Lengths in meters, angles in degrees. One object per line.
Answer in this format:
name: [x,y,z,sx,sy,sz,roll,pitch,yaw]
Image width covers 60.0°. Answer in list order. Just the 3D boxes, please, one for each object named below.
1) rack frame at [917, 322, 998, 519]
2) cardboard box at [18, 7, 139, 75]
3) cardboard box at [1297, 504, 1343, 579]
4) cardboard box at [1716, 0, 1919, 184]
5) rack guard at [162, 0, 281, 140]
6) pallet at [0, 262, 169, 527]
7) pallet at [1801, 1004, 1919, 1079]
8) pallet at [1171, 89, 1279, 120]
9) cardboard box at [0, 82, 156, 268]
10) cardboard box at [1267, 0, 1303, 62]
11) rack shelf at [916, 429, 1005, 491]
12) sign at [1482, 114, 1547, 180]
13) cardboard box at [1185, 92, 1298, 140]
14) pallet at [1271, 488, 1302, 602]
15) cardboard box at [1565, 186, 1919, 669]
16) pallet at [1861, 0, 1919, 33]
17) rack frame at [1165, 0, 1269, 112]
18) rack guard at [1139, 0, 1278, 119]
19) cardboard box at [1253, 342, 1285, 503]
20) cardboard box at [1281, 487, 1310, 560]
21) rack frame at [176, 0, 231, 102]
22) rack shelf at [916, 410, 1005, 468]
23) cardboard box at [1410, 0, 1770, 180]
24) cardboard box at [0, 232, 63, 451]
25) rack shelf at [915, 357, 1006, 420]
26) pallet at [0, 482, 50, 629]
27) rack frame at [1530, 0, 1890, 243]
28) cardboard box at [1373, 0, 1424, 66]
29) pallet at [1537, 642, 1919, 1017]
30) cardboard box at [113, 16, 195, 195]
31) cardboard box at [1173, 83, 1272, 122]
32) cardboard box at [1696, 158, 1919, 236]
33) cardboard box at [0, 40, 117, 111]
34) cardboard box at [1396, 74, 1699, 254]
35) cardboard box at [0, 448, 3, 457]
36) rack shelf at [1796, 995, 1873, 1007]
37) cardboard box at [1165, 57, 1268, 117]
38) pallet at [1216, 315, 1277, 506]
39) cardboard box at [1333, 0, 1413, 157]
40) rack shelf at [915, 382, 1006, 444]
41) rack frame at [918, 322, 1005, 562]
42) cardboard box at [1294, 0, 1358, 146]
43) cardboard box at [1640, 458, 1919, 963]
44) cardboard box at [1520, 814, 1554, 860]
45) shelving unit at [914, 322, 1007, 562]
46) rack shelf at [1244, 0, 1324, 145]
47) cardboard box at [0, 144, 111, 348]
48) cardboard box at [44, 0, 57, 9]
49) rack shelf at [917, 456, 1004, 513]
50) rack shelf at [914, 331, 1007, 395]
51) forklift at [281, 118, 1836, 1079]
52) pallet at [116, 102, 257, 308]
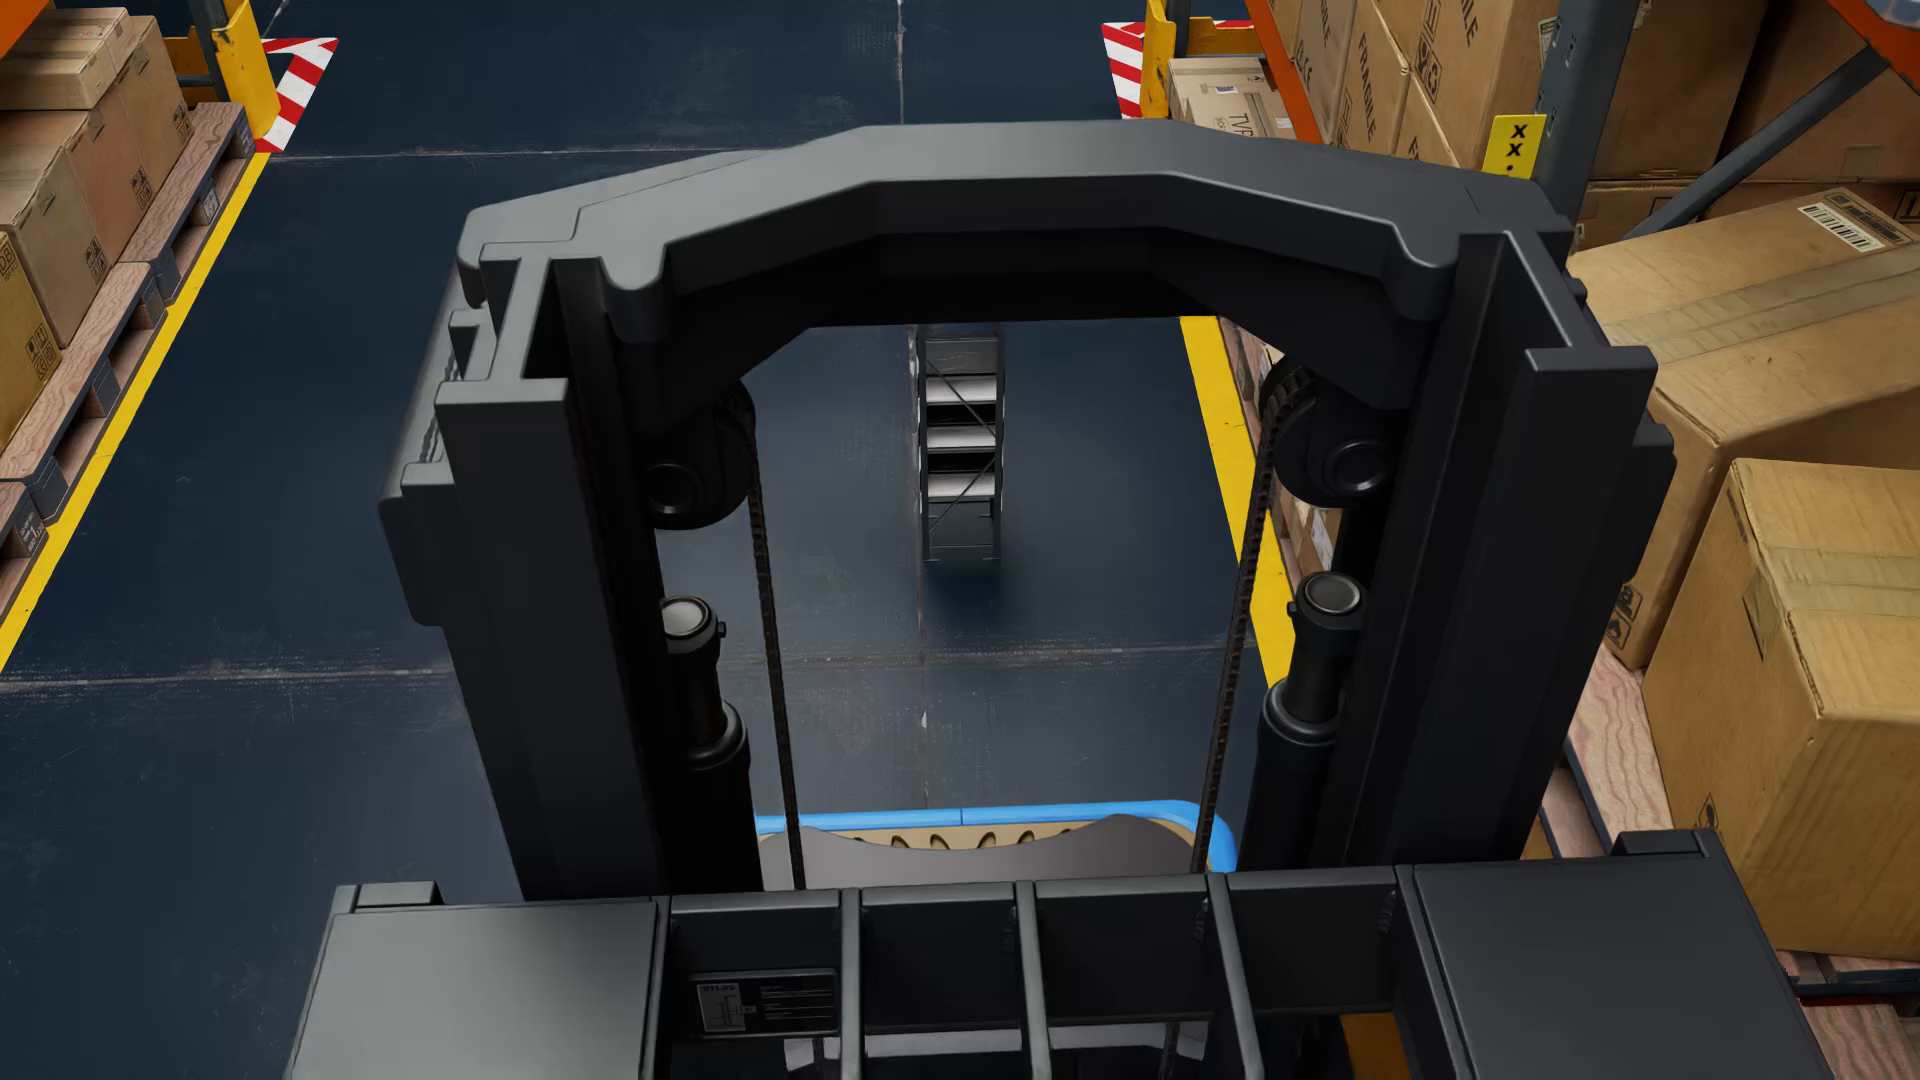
rack frame: [-0.005,-0.406,5.027,0.240,0.900,0.006,-2,43,-2]
cardboard box: [-3.252,-1.819,6.073,0.380,0.149,0.250,-2,43,-2]
cardboard box: [1.242,0.041,4.510,0.500,0.500,0.500,-2,43,-2]
cardboard box: [1.811,-1.073,3.387,0.500,0.500,0.500,-1,43,-1]
rack guard: [-3.570,-1.992,7.053,1.175,0.500,0.348,-2,43,-2]
pallet: [-3.408,-0.510,5.651,1.003,0.211,1.213,-2,43,-2]
pallet: [1.633,1.117,1.954,1.003,0.211,1.213,-2,43,-2]
pallet: [1.418,-1.425,6.648,1.003,0.211,1.213,-2,43,-2]
cardboard box: [-3.418,-1.323,6.013,0.700,0.500,0.500,-2,43,-2]
cardboard box: [1.201,-1.747,4.862,0.500,0.500,0.500,-1,43,-1]
rack shelf: [0.000,-0.246,5.035,0.258,0.077,0.200,-2,43,-2]
sign: [1.008,-0.640,3.088,0.100,0.325,0.005,-2,43,-2]
cardboard box: [1.141,-1.478,6.352,0.500,0.250,0.500,-2,43,-2]
pallet: [1.522,0.223,4.851,1.003,0.211,1.213,-2,43,-2]
cardboard box: [1.347,-0.207,2.871,0.700,0.500,0.500,-15,45,-16]
pallet: [1.507,-0.936,1.970,1.213,0.211,1.003,-2,43,-2]
rack frame: [1.380,-3.042,6.349,1.000,3.000,0.127,-2,43,-2]
rack guard: [1.383,-2.069,7.138,1.175,0.500,0.348,-2,43,-2]
cardboard box: [1.210,-0.396,5.126,0.500,0.311,0.500,-2,43,-2]
cardboard box: [1.166,-0.081,4.903,0.380,0.149,0.250,-2,43,-2]
rack frame: [-3.569,-2.897,6.191,1.000,3.000,0.127,-2,43,-2]
rack shelf: [0.000,-0.313,4.974,0.258,0.077,0.200,-2,43,-2]
cardboard box: [1.270,-1.081,3.396,0.500,0.500,0.500,-1,43,-2]
cardboard box: [-3.366,-0.624,5.250,0.700,0.500,0.500,-1,43,-1]
rack shelf: [0.000,-0.445,4.853,0.258,0.077,0.200,-2,43,-2]
pallet: [-3.353,0.315,4.750,1.003,0.211,1.213,-2,43,-2]
rack frame: [1.550,-0.342,3.403,1.000,3.000,0.127,-2,43,-2]
cardboard box: [1.245,-1.427,3.773,0.500,0.500,0.500,-2,43,-3]
pallet: [1.475,0.272,2.876,1.003,0.211,1.213,-2,43,-2]
cardboard box: [-3.439,-1.661,6.381,0.700,0.500,0.500,-2,43,-2]
cardboard box: [1.065,-1.699,6.654,0.380,0.166,0.250,-2,43,-2]
cardboard box: [1.800,-0.731,3.753,0.500,0.500,0.500,-1,43,-1]
cardboard box: [-3.240,-1.646,5.885,0.380,0.149,0.250,-1,43,-1]
cardboard box: [1.272,-0.709,3.729,0.500,0.500,0.500,-1,43,-1]
cardboard box: [-3.347,-0.277,4.872,0.700,0.500,0.500,-2,43,-2]
rack shelf: [1.635,1.274,2.173,1.077,0.370,4.000,-2,43,-2]
cardboard box: [1.054,-1.861,6.844,0.380,0.149,0.250,-2,43,-2]
pallet: [1.467,-0.603,5.752,1.003,0.211,1.213,-2,43,-2]
cardboard box: [1.249,-1.057,4.109,0.500,0.500,0.500,-1,43,-1]
rack shelf: [0.000,-0.379,4.914,0.258,0.077,0.200,-2,43,-2]
rack frame: [0.004,-0.269,4.877,0.240,0.900,0.006,-2,43,-2]
cardboard box: [1.225,-1.403,4.487,0.500,0.500,0.500,-1,43,-1]
cardboard box: [1.439,0.255,2.367,0.700,0.500,0.500,5,43,5]
cardboard box: [1.327,0.751,3.735,0.500,0.500,0.500,-3,43,-4]
shelving unit: [0.000,-0.337,4.952,0.258,0.900,0.210,-2,43,-2]
rack shelf: [1.465,-1.427,5.119,1.077,0.370,4.000,-2,43,-2]
cardboard box: [-3.396,-0.984,5.642,0.700,0.500,0.500,-3,43,-3]
cardboard box: [-3.645,-1.979,6.248,0.380,0.149,0.250,-1,43,-2]
rack shelf: [0.000,-0.180,5.096,0.258,0.077,0.200,-2,43,-2]
rack shelf: [0.000,-0.512,4.792,0.258,0.077,0.200,-2,43,-2]
forklift: [0.075,1.209,1.761,1.130,2.935,3.031,-2,43,-2]
pallet: [-3.457,-1.332,6.547,1.003,0.211,1.213,-2,43,-2]
